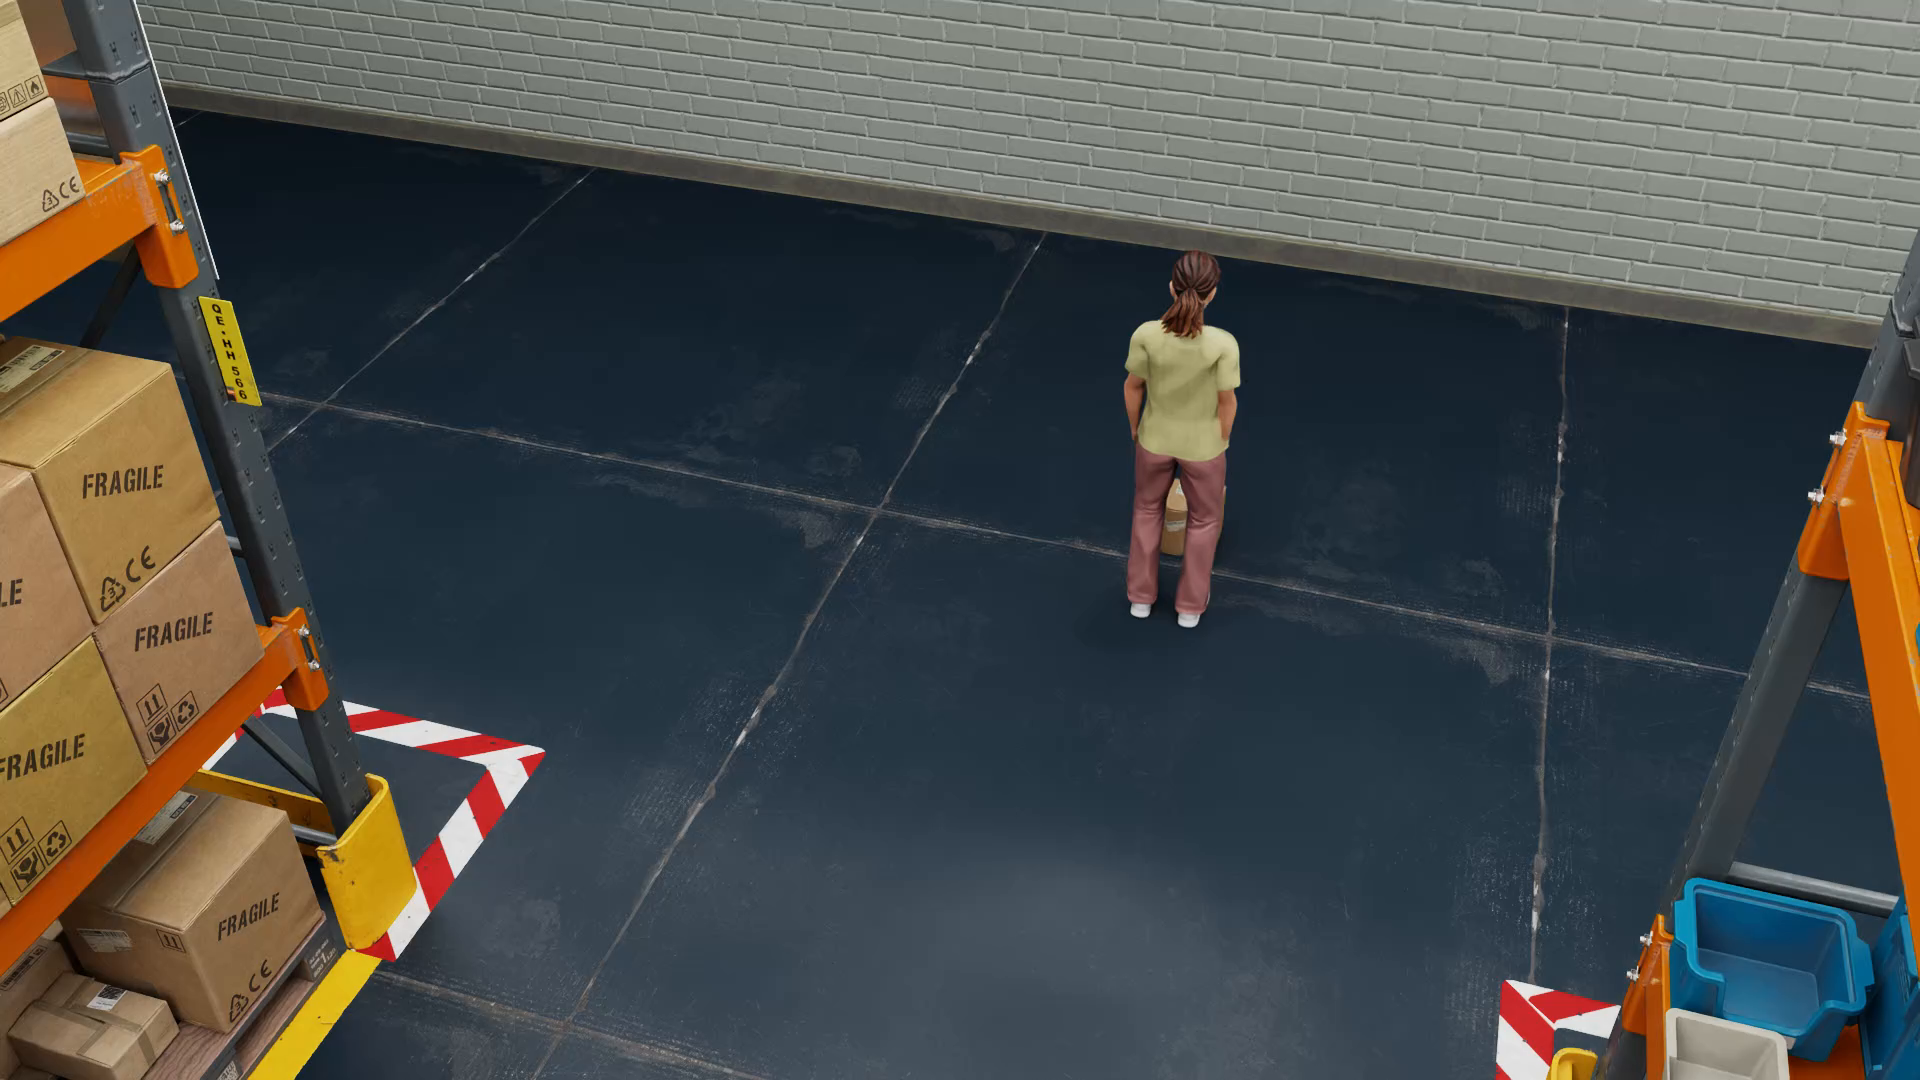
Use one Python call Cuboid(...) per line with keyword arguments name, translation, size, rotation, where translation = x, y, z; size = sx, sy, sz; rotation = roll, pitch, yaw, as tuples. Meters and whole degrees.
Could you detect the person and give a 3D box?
Cuboid(name="person", translation=(0.870, -0.380, 6.671), size=(0.455, 1.662, 0.348), rotation=(12, 39, 15))
